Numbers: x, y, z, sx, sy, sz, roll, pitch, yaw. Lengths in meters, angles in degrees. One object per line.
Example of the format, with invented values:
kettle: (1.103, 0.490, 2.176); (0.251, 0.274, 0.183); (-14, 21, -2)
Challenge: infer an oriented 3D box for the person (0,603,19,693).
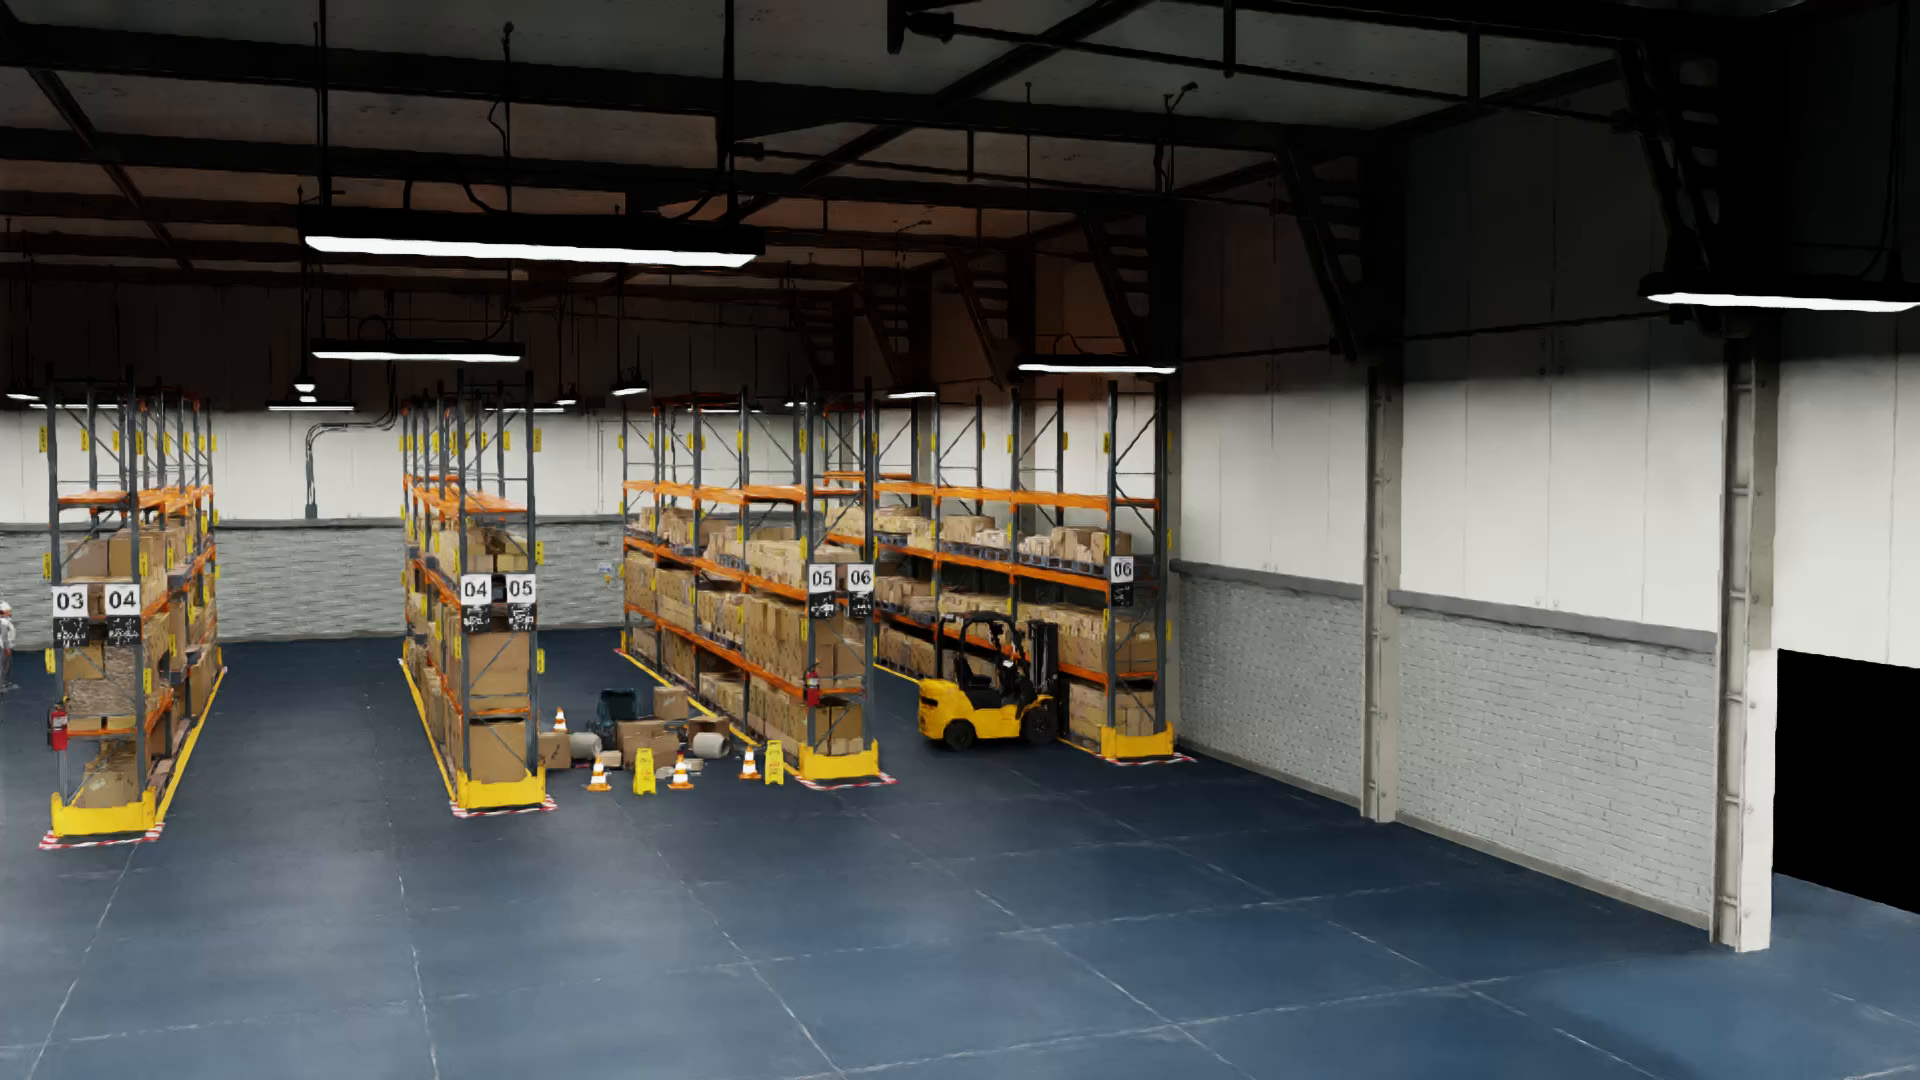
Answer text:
person: (-19.118, 2.147, 33.338); (0.389, 1.784, 0.660); (-2, 4, -28)
